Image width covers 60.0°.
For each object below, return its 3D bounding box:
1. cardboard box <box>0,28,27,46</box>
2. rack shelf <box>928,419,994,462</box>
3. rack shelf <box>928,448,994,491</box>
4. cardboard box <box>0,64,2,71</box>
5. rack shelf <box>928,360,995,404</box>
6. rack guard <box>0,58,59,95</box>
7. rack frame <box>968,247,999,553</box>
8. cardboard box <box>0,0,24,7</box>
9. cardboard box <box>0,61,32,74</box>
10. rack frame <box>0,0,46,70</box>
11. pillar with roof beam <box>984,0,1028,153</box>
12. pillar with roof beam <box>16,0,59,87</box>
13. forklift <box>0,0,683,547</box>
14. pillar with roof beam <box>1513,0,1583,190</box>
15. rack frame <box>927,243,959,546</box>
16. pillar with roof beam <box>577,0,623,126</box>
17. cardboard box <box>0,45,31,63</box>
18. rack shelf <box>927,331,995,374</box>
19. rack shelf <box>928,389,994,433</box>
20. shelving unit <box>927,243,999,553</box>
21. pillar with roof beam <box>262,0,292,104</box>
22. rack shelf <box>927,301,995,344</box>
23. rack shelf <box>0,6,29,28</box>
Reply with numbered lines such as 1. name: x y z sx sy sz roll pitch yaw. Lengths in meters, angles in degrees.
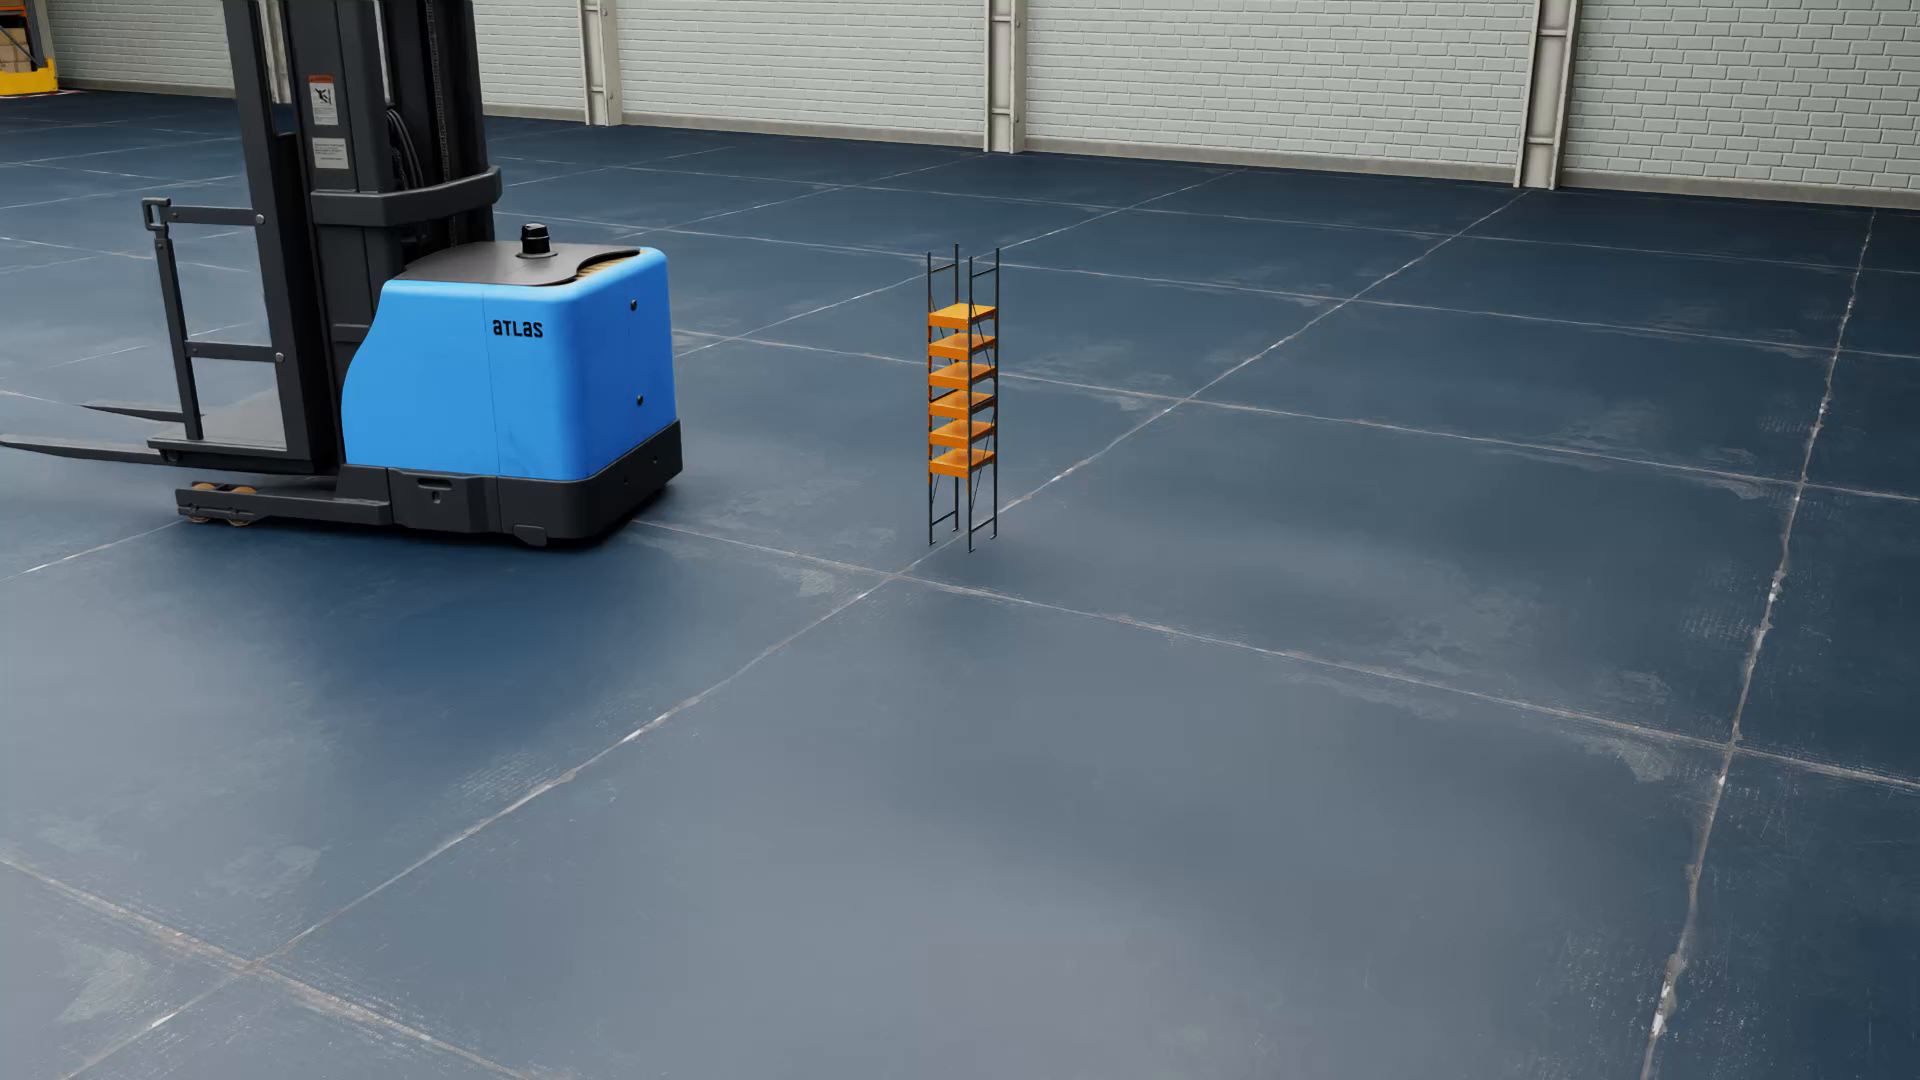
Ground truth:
1. cardboard box: -15.354 -8.058 26.631 0.500 0.250 0.500 10 22 26
2. rack shelf: 0.013 -0.407 6.710 0.180 0.103 0.258 11 23 27
3. rack shelf: 0.013 -0.294 6.751 0.180 0.103 0.258 11 23 27
4. cardboard box: -15.591 -7.436 26.382 0.500 0.250 0.500 11 23 28
5. rack shelf: 0.013 -0.633 6.628 0.180 0.103 0.258 11 23 27
6. rack guard: -15.006 -7.368 26.444 0.348 0.500 1.175 11 23 27
7. rack frame: 0.093 -0.546 6.612 0.006 1.200 0.240 11 23 27
8. cardboard box: -15.324 -8.759 26.467 0.500 0.500 0.500 12 23 29
9. cardboard box: -15.360 -7.592 26.812 0.500 0.250 0.500 11 23 28
10. rack frame: -15.027 -8.547 26.029 0.127 3.000 1.000 11 23 27
11. pillar with roof beam: -1.580 -7.476 14.279 0.400 9.000 9.100 11 23 27
12. pillar with roof beam: -17.295 -10.470 22.532 0.400 9.000 9.100 11 23 27
13. forklift: -2.830 -1.603 6.986 3.031 2.935 1.130 5 20 13
14. pillar with roof beam: 3.658 -6.479 11.529 0.400 9.000 9.100 11 23 27
15. rack frame: -0.067 -0.577 6.696 0.006 1.200 0.240 11 23 27
16. pillar with roof beam: -6.819 -8.474 17.030 0.400 9.000 9.100 11 23 27
17. cardboard box: -15.336 -7.827 26.727 0.500 0.250 0.500 11 23 28
18. rack shelf: 0.013 -0.745 6.587 0.180 0.103 0.258 11 23 27
19. rack shelf: 0.013 -0.520 6.669 0.180 0.103 0.258 11 23 27
20. shelving unit: 0.013 -0.562 6.654 0.189 1.200 0.258 11 23 27
21. pillar with roof beam: -12.057 -9.472 19.781 0.400 9.000 9.100 11 23 27
22. rack shelf: 0.013 -0.858 6.546 0.180 0.103 0.258 11 23 27
23. rack shelf: -16.773 -8.541 27.068 4.000 0.370 1.077 11 23 27
